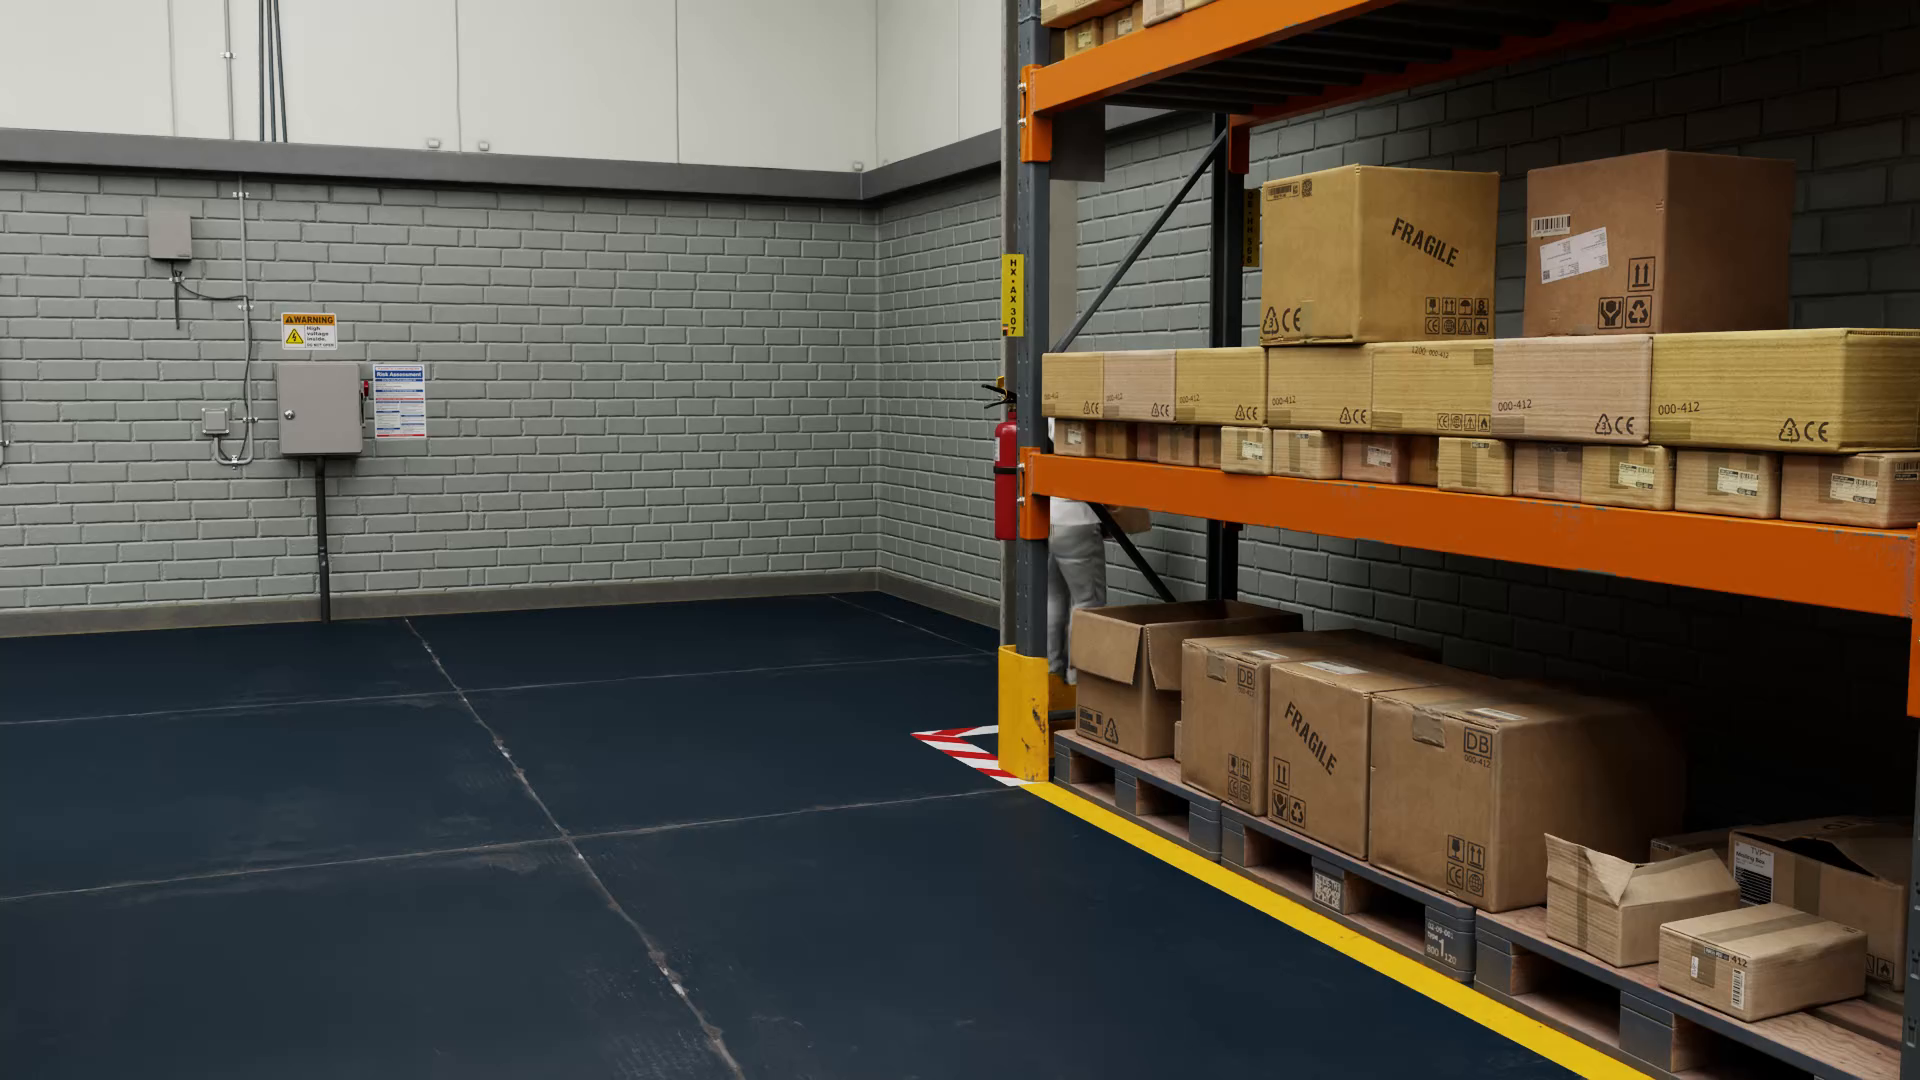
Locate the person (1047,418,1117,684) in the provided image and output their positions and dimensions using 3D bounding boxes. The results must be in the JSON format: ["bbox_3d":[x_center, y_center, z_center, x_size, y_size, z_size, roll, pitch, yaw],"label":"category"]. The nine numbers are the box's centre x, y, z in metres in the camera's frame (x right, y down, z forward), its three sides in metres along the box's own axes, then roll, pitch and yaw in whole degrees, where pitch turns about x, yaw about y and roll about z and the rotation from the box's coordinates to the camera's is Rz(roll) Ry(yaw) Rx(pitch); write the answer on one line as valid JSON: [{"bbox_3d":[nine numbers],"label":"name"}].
[{"bbox_3d":[0.594,-0.046,8.454,0.519,1.667,0.499,-4,7,-32],"label":"person"}]
